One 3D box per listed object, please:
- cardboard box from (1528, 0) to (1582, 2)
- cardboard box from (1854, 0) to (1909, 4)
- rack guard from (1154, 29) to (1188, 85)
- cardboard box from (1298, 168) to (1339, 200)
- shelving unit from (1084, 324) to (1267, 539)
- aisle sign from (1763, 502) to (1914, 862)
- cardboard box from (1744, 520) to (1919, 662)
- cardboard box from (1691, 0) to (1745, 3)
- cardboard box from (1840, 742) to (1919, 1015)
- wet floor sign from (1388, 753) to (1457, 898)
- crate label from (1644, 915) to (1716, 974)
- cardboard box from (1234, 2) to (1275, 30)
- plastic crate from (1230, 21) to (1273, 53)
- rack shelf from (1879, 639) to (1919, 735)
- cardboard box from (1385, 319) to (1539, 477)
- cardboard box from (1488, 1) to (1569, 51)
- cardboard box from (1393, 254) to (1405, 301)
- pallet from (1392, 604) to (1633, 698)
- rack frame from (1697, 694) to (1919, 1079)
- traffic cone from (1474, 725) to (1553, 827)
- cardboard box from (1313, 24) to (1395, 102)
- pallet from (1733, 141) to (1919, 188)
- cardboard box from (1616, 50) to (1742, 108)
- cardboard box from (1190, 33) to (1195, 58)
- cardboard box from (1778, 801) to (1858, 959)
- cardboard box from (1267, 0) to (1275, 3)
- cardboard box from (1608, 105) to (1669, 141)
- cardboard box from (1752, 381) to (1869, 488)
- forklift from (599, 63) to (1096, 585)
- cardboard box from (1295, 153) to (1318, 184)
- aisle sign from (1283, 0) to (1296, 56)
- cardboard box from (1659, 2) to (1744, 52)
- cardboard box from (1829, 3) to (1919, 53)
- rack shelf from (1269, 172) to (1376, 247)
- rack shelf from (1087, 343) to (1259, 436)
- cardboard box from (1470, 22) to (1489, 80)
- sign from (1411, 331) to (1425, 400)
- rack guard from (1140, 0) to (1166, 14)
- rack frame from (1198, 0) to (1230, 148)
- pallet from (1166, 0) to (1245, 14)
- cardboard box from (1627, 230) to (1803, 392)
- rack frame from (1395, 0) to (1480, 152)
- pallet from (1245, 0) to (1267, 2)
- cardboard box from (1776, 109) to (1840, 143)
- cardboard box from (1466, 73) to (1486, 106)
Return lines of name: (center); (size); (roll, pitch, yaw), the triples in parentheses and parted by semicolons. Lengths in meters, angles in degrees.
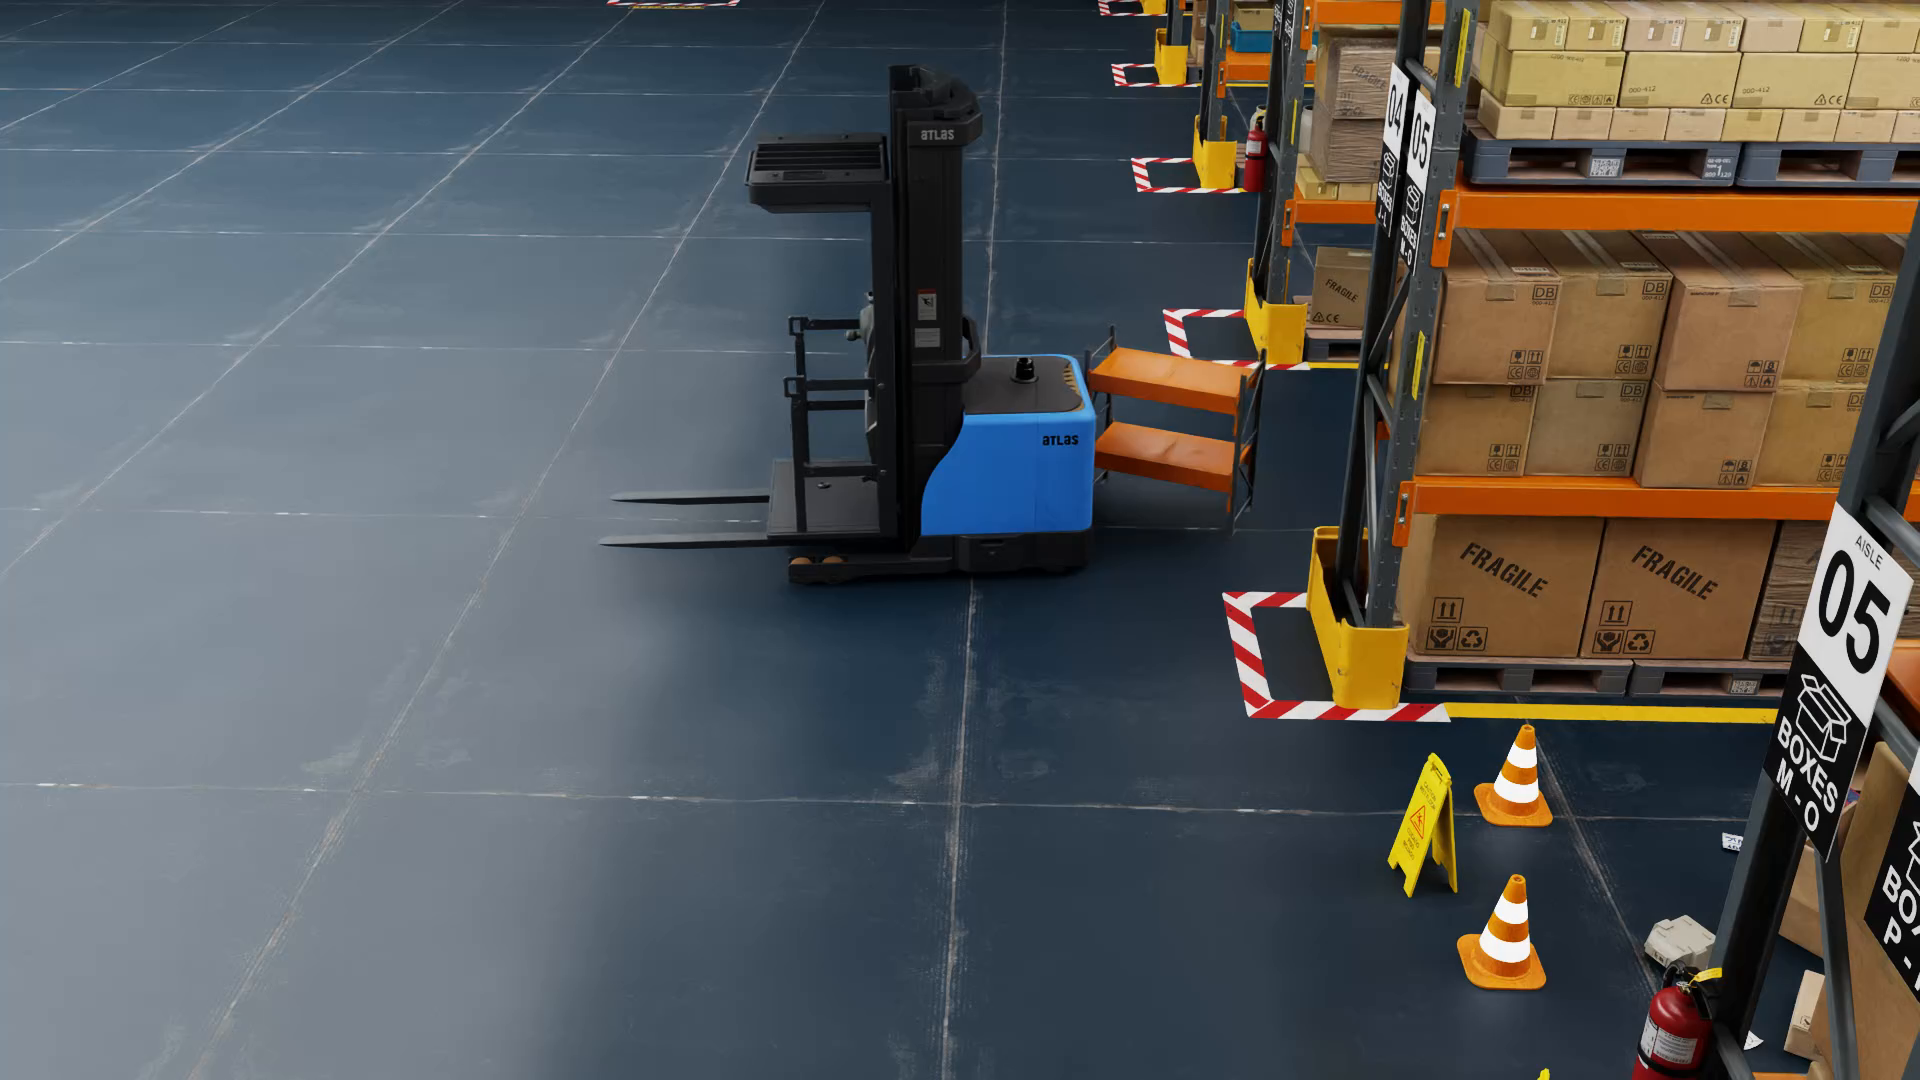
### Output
cardboard box: (2.843, -2.632, 8.097); (0.250, 0.149, 0.380); (1, 28, 2)
cardboard box: (4.370, -2.607, 8.051); (0.250, 0.149, 0.380); (1, 28, 2)
rack guard: (2.850, -6.540, 22.478); (0.348, 0.500, 1.175); (1, 28, 2)
cardboard box: (2.797, -2.780, 12.985); (0.250, 0.149, 0.380); (1, 28, 2)
shelving unit: (1.374, -0.715, 10.823); (1.048, 1.125, 0.538); (12, 30, 22)
aisle sign: (2.119, 0.346, 4.044); (0.004, 0.787, 0.394); (1, 28, 2)
cardboard box: (4.715, 0.076, 9.149); (0.875, 0.875, 0.875); (1, 28, 2)
cardboard box: (3.607, -2.619, 8.073); (0.250, 0.149, 0.380); (1, 28, 2)
cardboard box: (2.689, 0.921, 4.244); (0.500, 0.500, 0.700); (0, 28, 1)
wet floor sign: (2.146, 1.280, 7.573); (0.232, 0.644, 0.267); (-4, 28, -7)
crate label: (3.134, 1.759, 7.212); (0.298, 0.136, 0.250); (-14, 31, -24)
cardboard box: (3.902, -6.825, 22.035); (0.500, 0.500, 0.500); (1, 28, 2)
plastic crate: (3.206, -5.391, 17.802); (0.616, 0.251, 0.499); (1, 28, 2)
rack shelf: (4.170, 0.657, 3.798); (4.000, 0.370, 1.077); (1, 28, 2)
cardboard box: (2.617, -0.768, 8.762); (0.550, 0.550, 0.875); (1, 28, 2)
cardboard box: (2.567, -2.329, 7.525); (0.250, 0.149, 0.380); (1, 28, 2)
cardboard box: (3.743, -2.076, 13.610); (0.500, 0.500, 0.500); (8, 29, 15)
pallet: (3.047, 0.522, 9.466); (1.213, 0.211, 1.003); (1, 28, 2)
rack frame: (2.171, 1.632, 4.395); (0.127, 3.000, 1.000); (1, 28, 2)
traffic cone: (2.725, 1.107, 8.092); (0.334, 0.463, 0.336); (1, 28, 2)
cardboard box: (3.079, -3.731, 13.019); (0.500, 0.500, 0.500); (1, 28, 2)
pallet: (4.209, -1.947, 8.037); (1.213, 0.211, 1.003); (1, 28, 2)
cardboard box: (3.225, -2.171, 7.653); (0.500, 0.250, 0.500); (1, 28, 1)
cardboard box: (3.421, -6.744, 22.682); (0.500, 0.250, 0.500); (1, 28, 2)
cardboard box: (4.016, 1.579, 7.160); (0.637, 0.503, 0.797); (-20, 34, -33)
cardboard box: (4.421, -7.067, 22.490); (0.500, 0.500, 0.500); (1, 28, 2)
cardboard box: (3.081, -1.967, 7.694); (0.250, 0.149, 0.380); (1, 28, 2)
cardboard box: (4.254, -0.712, 8.656); (0.500, 0.550, 0.875); (1, 28, 2)
forklift: (-0.718, -1.274, 9.950); (3.031, 2.935, 1.130); (-2, 28, -3)
cardboard box: (2.813, -2.988, 13.377); (0.250, 0.149, 0.380); (1, 28, 2)
aisle sign: (2.448, -4.016, 12.273); (0.004, 0.787, 0.394); (1, 28, 2)
cardboard box: (3.326, -2.316, 7.500); (0.250, 0.149, 0.380); (1, 28, 2)
cardboard box: (4.093, -2.303, 7.477); (0.250, 0.149, 0.380); (1, 28, 3)
rack shelf: (4.520, -2.656, 13.251); (4.000, 0.370, 1.077); (1, 28, 2)
rack shelf: (1.374, -0.973, 10.686); (1.000, 0.278, 0.538); (12, 30, 22)
cardboard box: (2.744, -2.430, 8.141); (0.500, 0.250, 0.500); (1, 28, 2)
sign: (2.219, -0.845, 8.058); (0.005, 0.325, 0.100); (1, 28, 2)
rack guard: (3.121, -8.857, 26.849); (0.348, 0.500, 1.175); (1, 28, 2)
rack frame: (2.696, -5.325, 17.519); (0.127, 3.000, 1.000); (1, 28, 2)
pallet: (3.932, -8.699, 26.861); (1.213, 0.211, 1.003); (1, 28, 2)
cardboard box: (3.722, -1.167, 8.362); (0.550, 0.550, 0.875); (1, 28, 2)
rack frame: (2.245, -3.338, 7.364); (0.127, 3.000, 1.000); (1, 28, 2)
pallet: (5.148, -8.678, 26.820); (1.213, 0.211, 1.003); (1, 28, 2)
cardboard box: (3.837, -1.954, 7.670); (0.250, 0.149, 0.380); (1, 28, 1)
cardboard box: (2.589, -2.284, 8.292); (0.250, 0.149, 0.380); (1, 28, 2)
